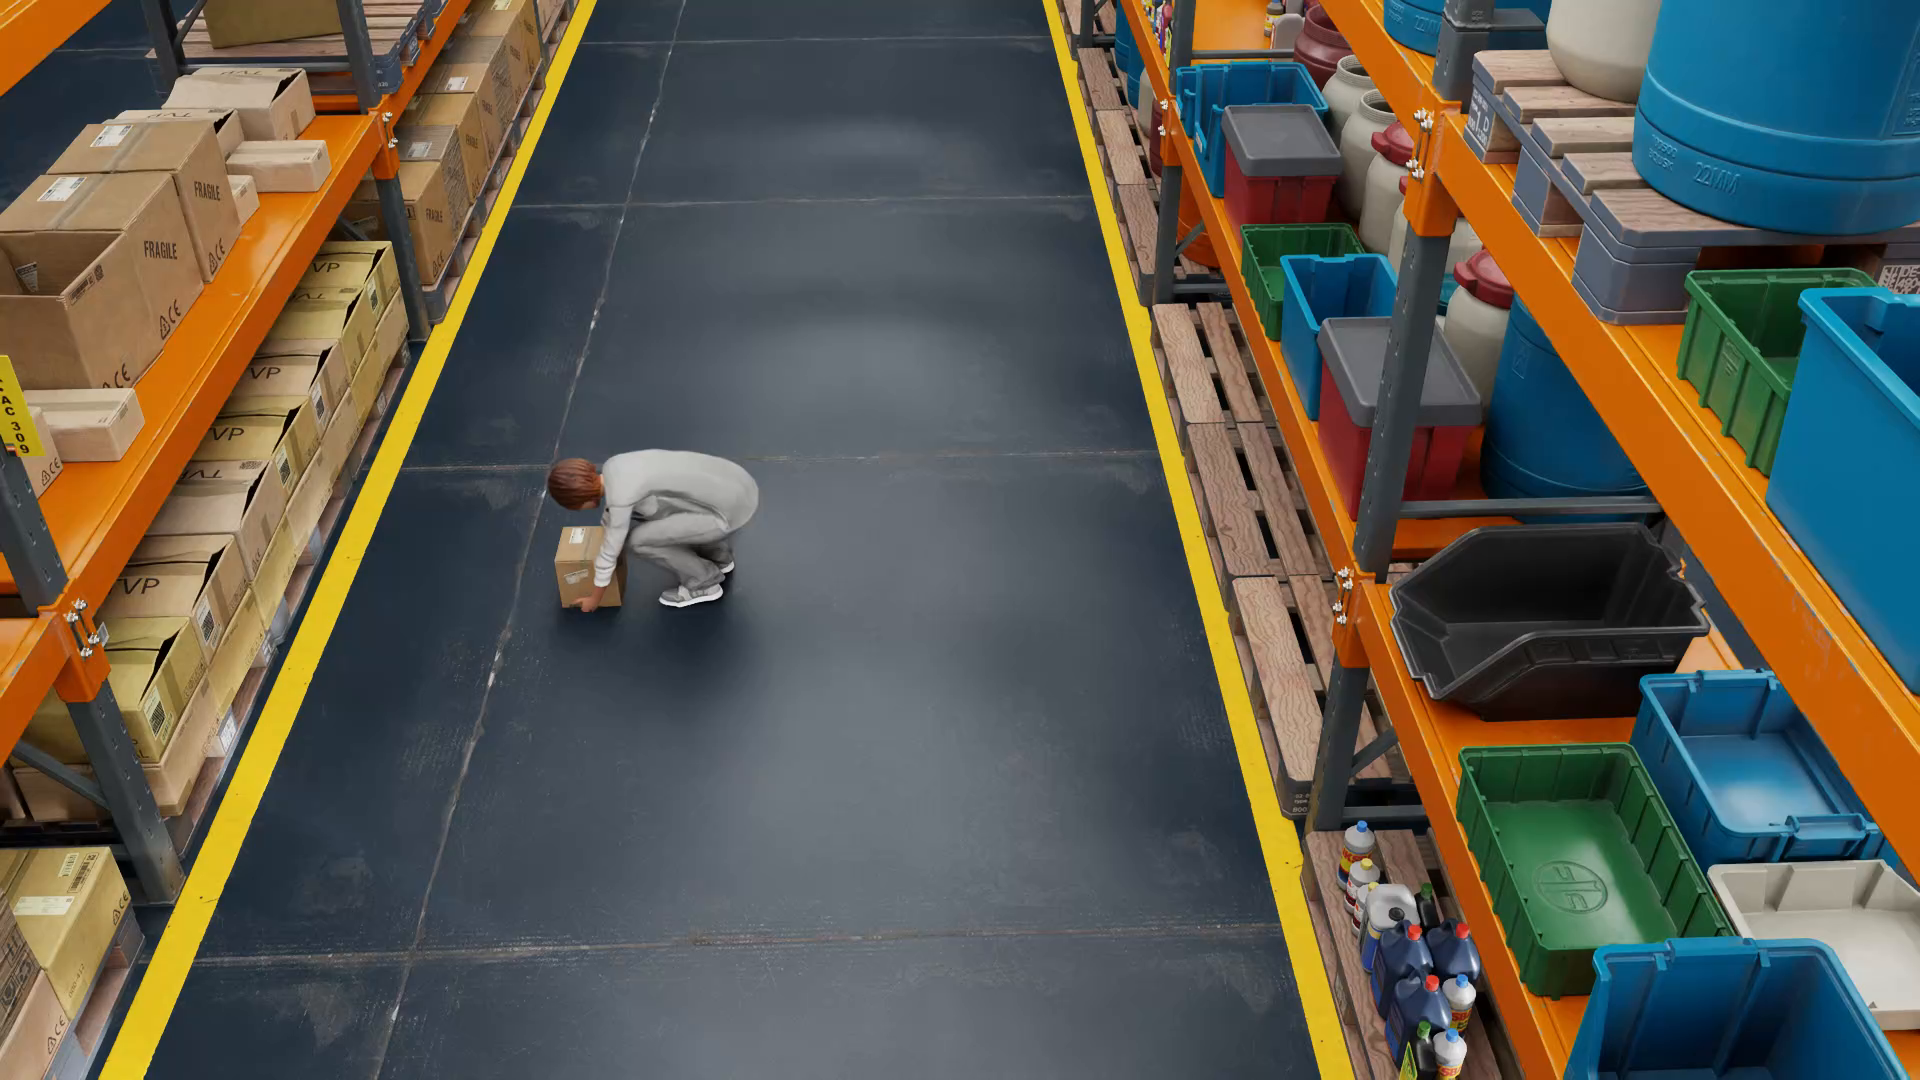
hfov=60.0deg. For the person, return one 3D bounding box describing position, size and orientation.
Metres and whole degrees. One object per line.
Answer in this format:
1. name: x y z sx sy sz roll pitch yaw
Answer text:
1. person: -1.271 -0.056 7.048 0.854 0.699 0.422 -2 36 -3
